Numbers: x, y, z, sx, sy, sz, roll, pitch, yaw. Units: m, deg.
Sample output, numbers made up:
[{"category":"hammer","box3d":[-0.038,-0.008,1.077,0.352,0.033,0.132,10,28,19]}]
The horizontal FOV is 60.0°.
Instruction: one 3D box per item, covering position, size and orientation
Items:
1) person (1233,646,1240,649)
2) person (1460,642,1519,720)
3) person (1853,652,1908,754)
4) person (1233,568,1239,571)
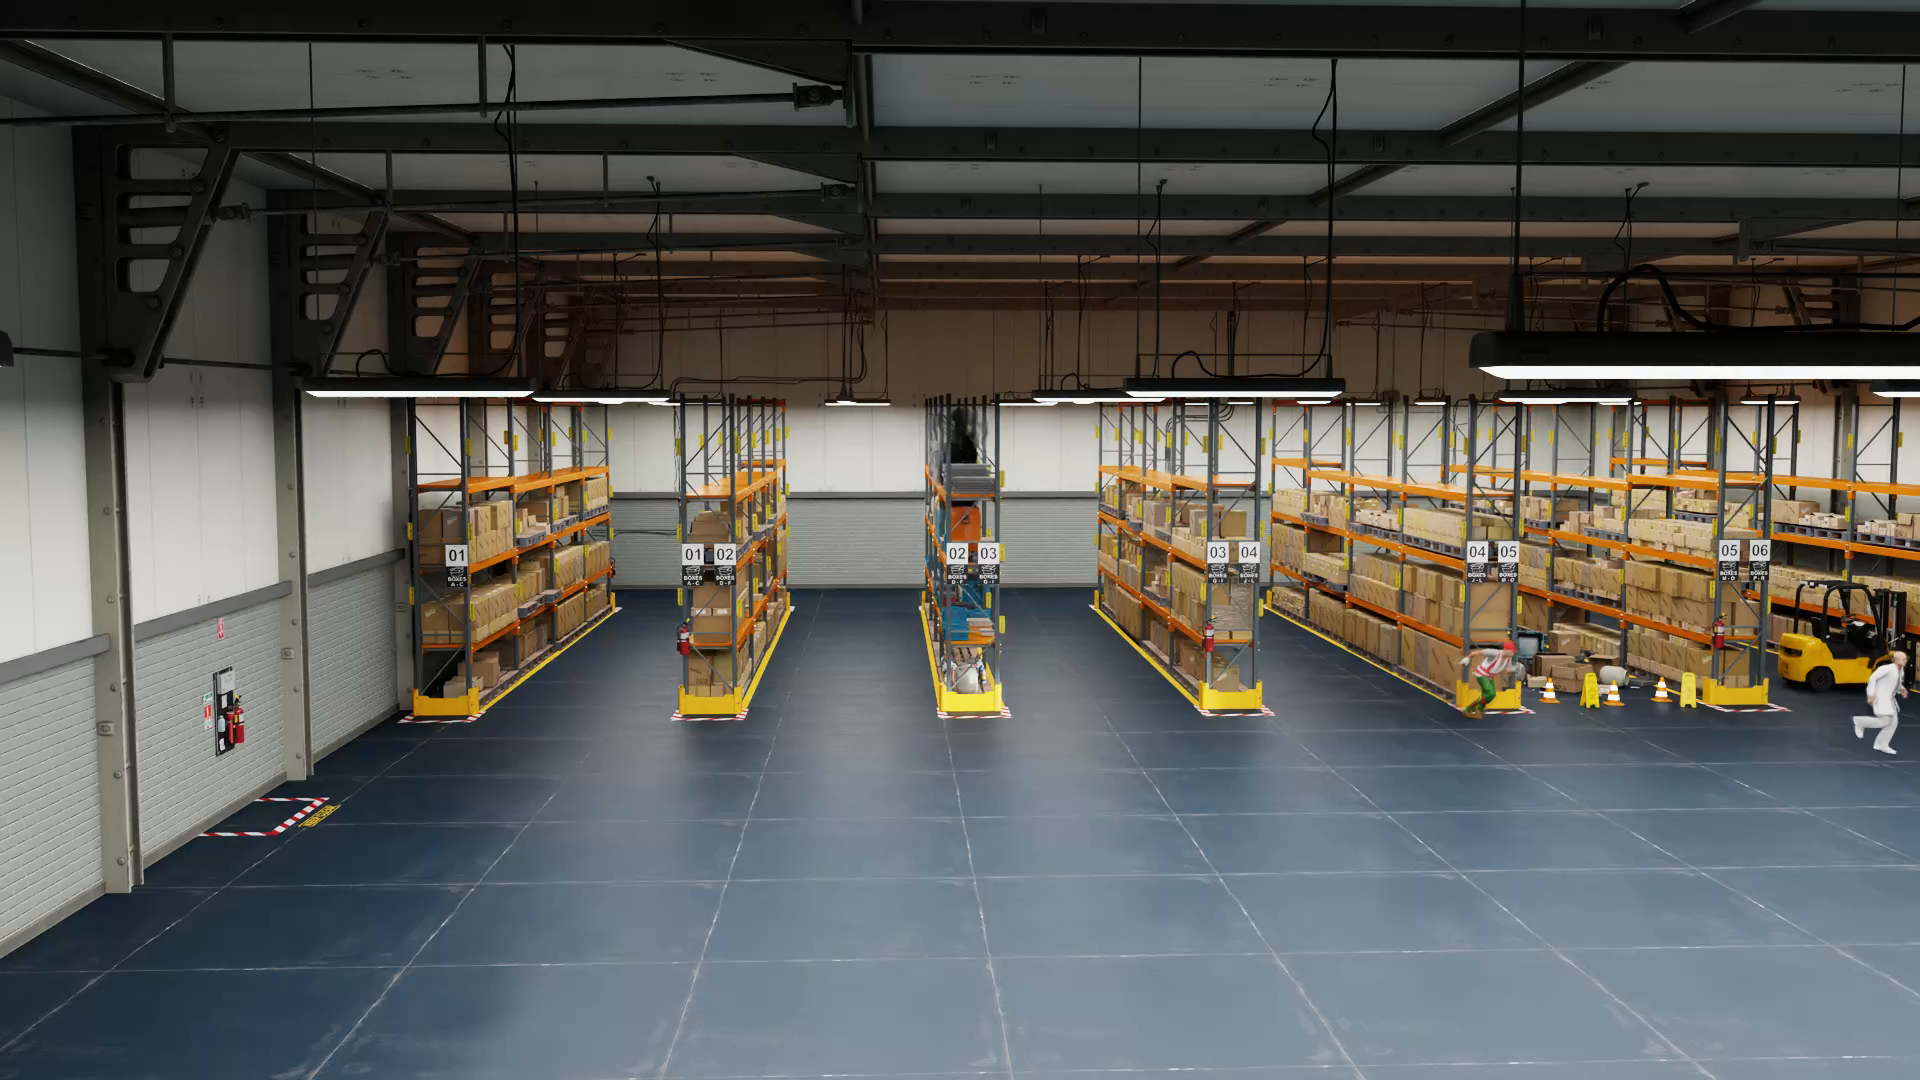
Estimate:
[{"category":"person","box3d":[6.578,1.712,39.947,0.674,1.768,0.733,-1,5,-10]},{"category":"person","box3d":[9.712,2.568,30.472,0.682,1.472,1.025,-3,6,-35]},{"category":"person","box3d":[15.426,2.789,27.880,0.707,1.519,0.817,-4,6,-38]},{"category":"person","box3d":[7.872,1.154,47.467,0.576,1.650,0.736,1,5,11]}]
